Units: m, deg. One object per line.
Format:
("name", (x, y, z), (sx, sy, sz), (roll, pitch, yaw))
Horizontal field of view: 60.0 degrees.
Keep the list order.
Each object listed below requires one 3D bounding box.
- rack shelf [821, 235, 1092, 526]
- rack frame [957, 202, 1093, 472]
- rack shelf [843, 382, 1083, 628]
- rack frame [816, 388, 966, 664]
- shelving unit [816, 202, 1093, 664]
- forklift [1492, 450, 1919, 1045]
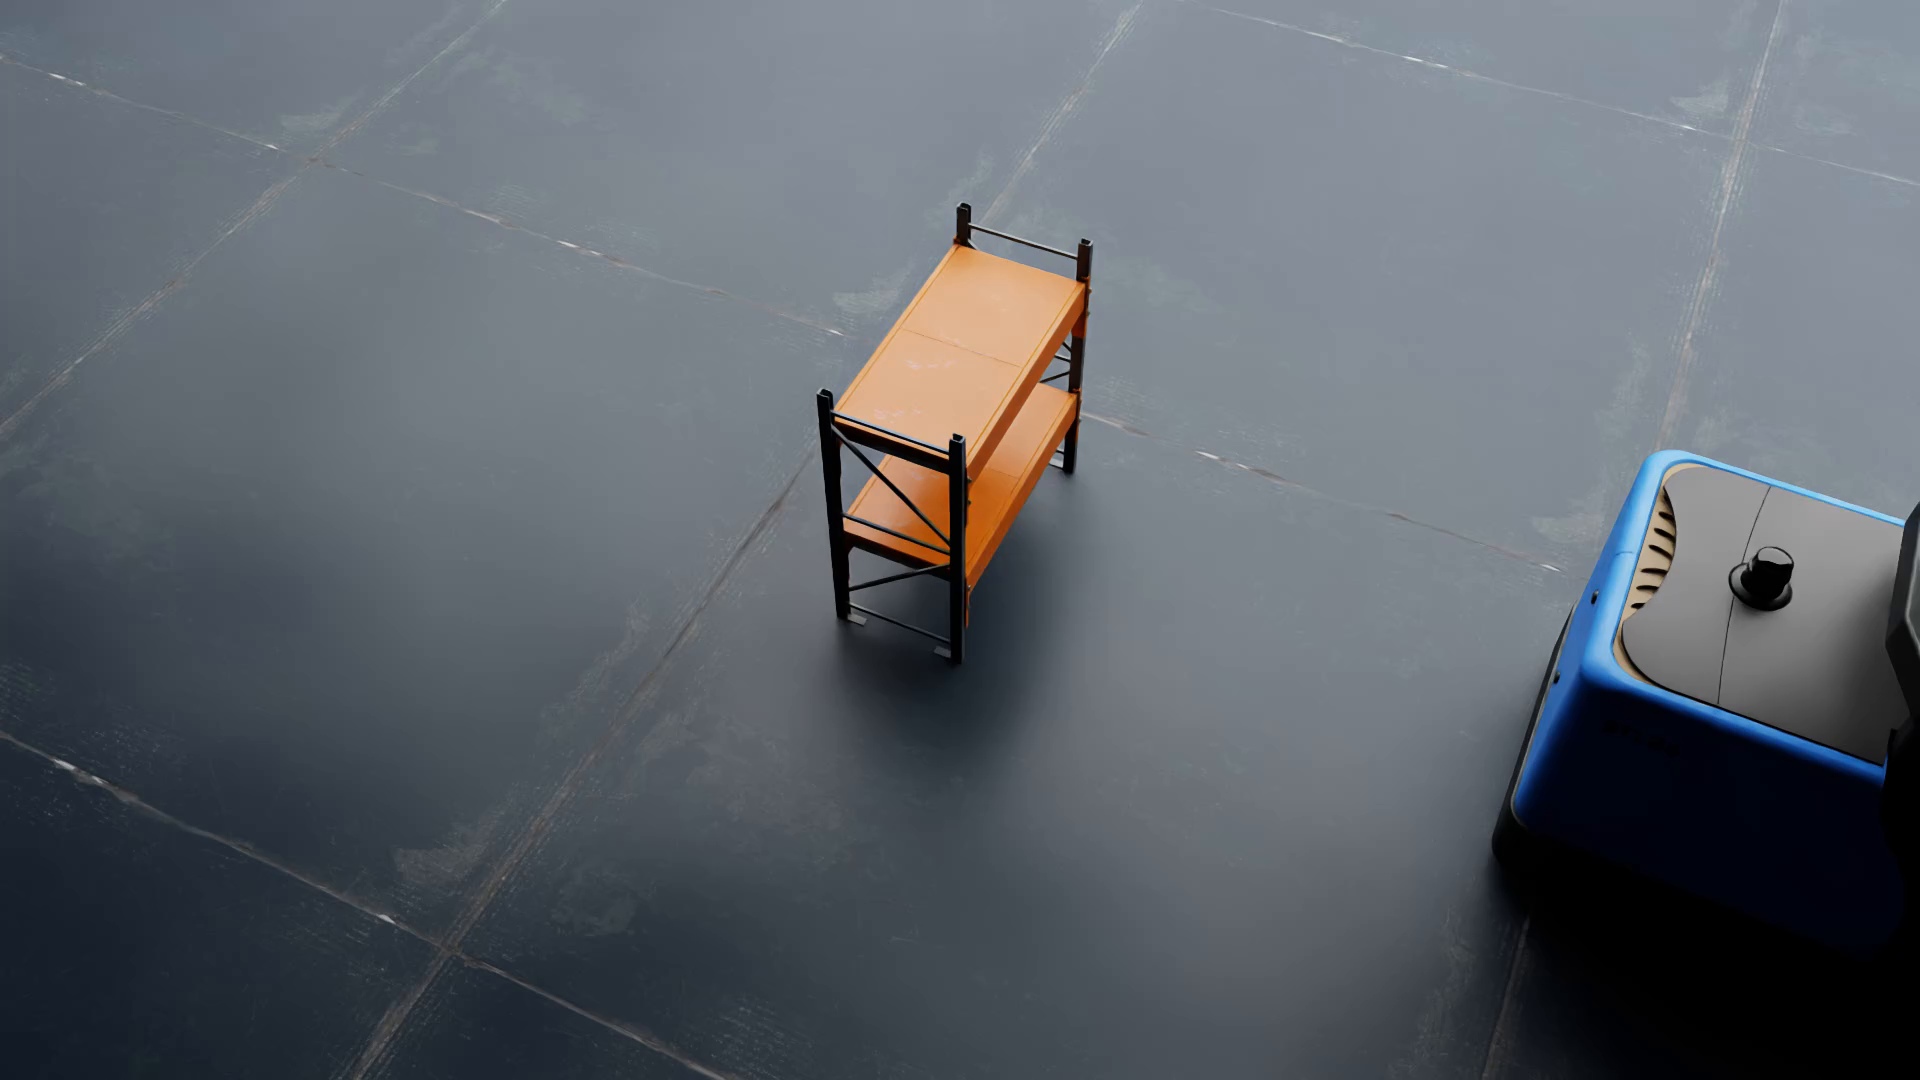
("rack shelf", (0.003, -0.559, 5.603), (0.538, 0.278, 1.000), (20, 52, 16))
("rack frame", (0.220, -0.719, 6.123), (0.500, 1.125, 0.032), (20, 52, 16))
("rack shelf", (0.003, -0.211, 6.012), (0.538, 0.278, 1.000), (20, 52, 16))
("rack frame", (-0.214, -0.019, 5.528), (0.500, 1.125, 0.032), (20, 52, 16))
("shelving unit", (0.003, -0.369, 5.826), (0.538, 1.125, 1.048), (20, 52, 16))
("forklift", (3.255, 0.275, 4.092), (3.031, 2.935, 1.130), (21, 53, 17))
